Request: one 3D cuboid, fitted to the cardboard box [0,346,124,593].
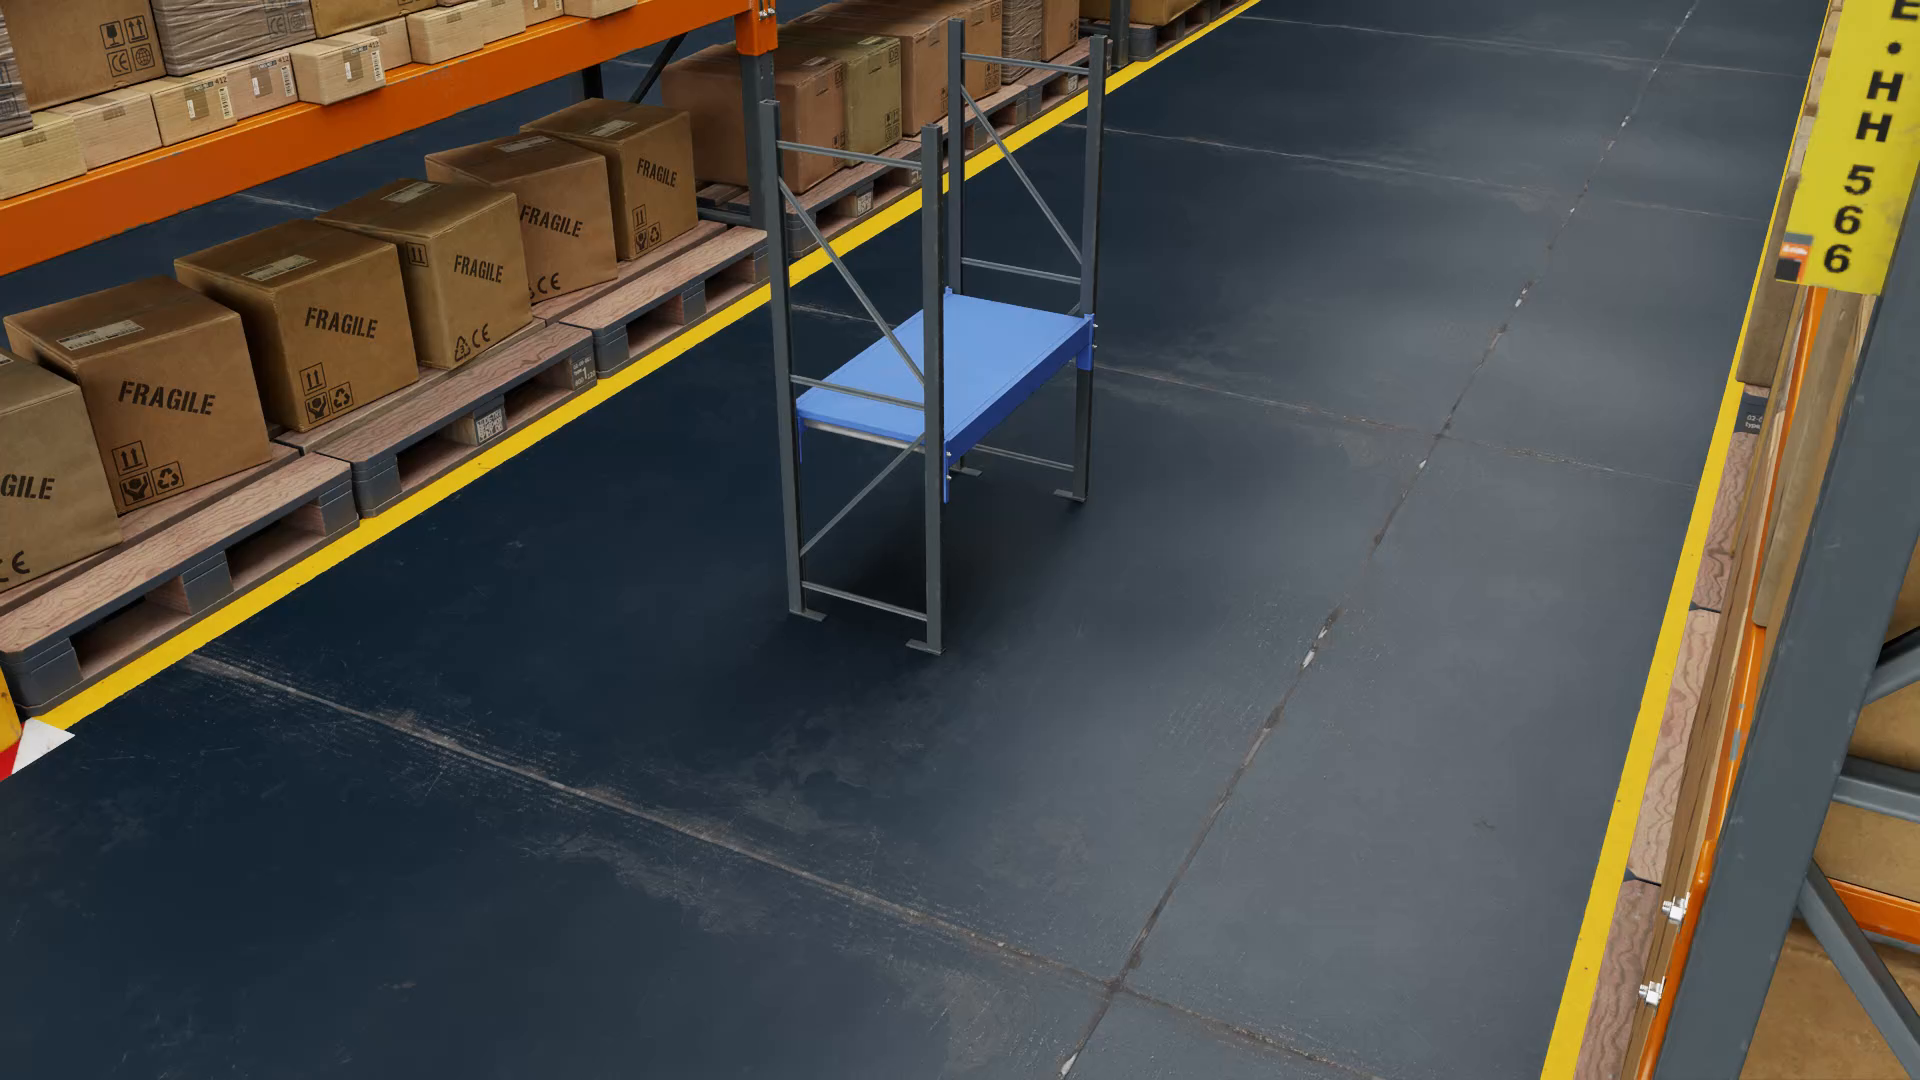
[{"bbox_3d":[-2.766,-0.188,4.654,0.500,0.500,0.500,21,36,32],"label":"cardboard box"}]

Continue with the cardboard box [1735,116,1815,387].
[{"bbox_3d":[3.329,-0.922,5.681,1.050,0.750,0.750,14,33,23],"label":"cardboard box"}]

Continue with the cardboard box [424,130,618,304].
[{"bbox_3d":[-1.715,-1.264,6.528,0.500,0.500,0.500,-26,39,-37],"label":"cardboard box"}]

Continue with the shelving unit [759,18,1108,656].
[{"bbox_3d":[-0.039,-0.613,4.811,0.538,1.500,1.048,14,33,23],"label":"shelving unit"}]

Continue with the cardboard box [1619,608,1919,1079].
[{"bbox_3d":[1.554,0.777,2.597,0.875,0.875,0.875,14,33,24],"label":"cardboard box"}]

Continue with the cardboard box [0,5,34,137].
[{"bbox_3d":[-2.790,-1.227,3.975,0.875,0.500,0.500,14,33,23],"label":"cardboard box"}]

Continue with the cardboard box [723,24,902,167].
[{"bbox_3d":[-0.710,-2.171,8.087,0.700,0.500,0.500,14,33,23],"label":"cardboard box"}]

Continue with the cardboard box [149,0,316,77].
[{"bbox_3d":[-2.403,-1.687,4.777,0.875,0.500,0.500,14,33,23],"label":"cardboard box"}]

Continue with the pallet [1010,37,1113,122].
[{"bbox_3d":[0.222,-2.808,9.928,1.003,0.211,1.213,14,33,23],"label":"pallet"}]

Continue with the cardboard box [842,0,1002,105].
[{"bbox_3d":[-0.202,-2.667,8.950,0.700,0.500,0.500,17,34,27],"label":"cardboard box"}]

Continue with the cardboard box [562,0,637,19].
[{"bbox_3d":[-1.384,-1.977,5.933,0.380,0.149,0.250,14,33,23],"label":"cardboard box"}]

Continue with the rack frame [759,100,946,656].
[{"bbox_3d":[-0.270,-0.387,4.418,0.500,1.500,0.032,14,33,23],"label":"rack frame"}]

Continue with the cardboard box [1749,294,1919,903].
[{"bbox_3d":[1.433,0.113,1.890,0.875,0.550,0.550,14,33,23],"label":"cardboard box"}]

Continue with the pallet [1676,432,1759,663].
[{"bbox_3d":[2.710,0.109,4.849,1.003,0.211,1.213,14,33,23],"label":"pallet"}]

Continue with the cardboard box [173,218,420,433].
[{"bbox_3d":[-2.222,-0.734,5.604,0.500,0.500,0.500,18,34,28],"label":"cardboard box"}]

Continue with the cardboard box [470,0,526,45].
[{"bbox_3d":[-1.693,-1.776,5.583,0.380,0.149,0.250,14,33,23],"label":"cardboard box"}]

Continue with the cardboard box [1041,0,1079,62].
[{"bbox_3d":[0.292,-3.169,9.824,0.700,0.500,0.500,13,32,21],"label":"cardboard box"}]

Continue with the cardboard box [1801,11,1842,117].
[{"bbox_3d":[4.196,-1.762,7.144,1.050,0.750,0.750,15,33,24],"label":"cardboard box"}]

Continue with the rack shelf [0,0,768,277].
[{"bbox_3d":[-2.154,-1.391,5.383,1.077,0.370,4.000,14,33,23],"label":"rack shelf"}]

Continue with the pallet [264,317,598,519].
[{"bbox_3d":[-2.072,-0.532,5.965,1.003,0.211,1.213,14,33,23],"label":"pallet"}]

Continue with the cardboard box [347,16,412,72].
[{"bbox_3d":[-1.958,-1.564,5.214,0.380,0.149,0.250,14,33,23],"label":"cardboard box"}]

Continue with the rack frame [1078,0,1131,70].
[{"bbox_3d":[0.579,-4.363,9.836,1.000,3.000,0.127,14,33,23],"label":"rack frame"}]

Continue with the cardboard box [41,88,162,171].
[{"bbox_3d":[-2.370,-1.110,4.422,0.380,0.149,0.250,14,33,23],"label":"cardboard box"}]

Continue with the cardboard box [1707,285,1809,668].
[{"bbox_3d":[2.370,-0.017,3.980,0.875,0.875,0.875,15,33,24],"label":"cardboard box"}]

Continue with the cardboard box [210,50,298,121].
[{"bbox_3d":[-2.160,-1.336,4.816,0.380,0.149,0.250,14,33,23],"label":"cardboard box"}]

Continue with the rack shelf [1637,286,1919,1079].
[{"bbox_3d":[2.215,-0.221,3.346,1.077,0.370,4.000,14,33,23],"label":"rack shelf"}]

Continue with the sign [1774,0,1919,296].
[{"bbox_3d":[0.827,-0.381,1.501,0.100,0.325,0.005,14,33,23],"label":"sign"}]

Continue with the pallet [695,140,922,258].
[{"bbox_3d":[-0.890,-1.726,8.044,1.003,0.211,1.213,14,33,23],"label":"pallet"}]

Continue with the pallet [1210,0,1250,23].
[{"bbox_3d":[1.562,-4.025,12.048,1.003,0.211,1.213,14,33,23],"label":"pallet"}]

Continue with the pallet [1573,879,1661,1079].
[{"bbox_3d":[1.599,1.190,2.965,1.003,0.211,1.213,14,33,23],"label":"pallet"}]

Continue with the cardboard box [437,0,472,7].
[{"bbox_3d":[-1.900,-2.119,5.528,0.875,0.500,0.500,14,33,23],"label":"cardboard box"}]
